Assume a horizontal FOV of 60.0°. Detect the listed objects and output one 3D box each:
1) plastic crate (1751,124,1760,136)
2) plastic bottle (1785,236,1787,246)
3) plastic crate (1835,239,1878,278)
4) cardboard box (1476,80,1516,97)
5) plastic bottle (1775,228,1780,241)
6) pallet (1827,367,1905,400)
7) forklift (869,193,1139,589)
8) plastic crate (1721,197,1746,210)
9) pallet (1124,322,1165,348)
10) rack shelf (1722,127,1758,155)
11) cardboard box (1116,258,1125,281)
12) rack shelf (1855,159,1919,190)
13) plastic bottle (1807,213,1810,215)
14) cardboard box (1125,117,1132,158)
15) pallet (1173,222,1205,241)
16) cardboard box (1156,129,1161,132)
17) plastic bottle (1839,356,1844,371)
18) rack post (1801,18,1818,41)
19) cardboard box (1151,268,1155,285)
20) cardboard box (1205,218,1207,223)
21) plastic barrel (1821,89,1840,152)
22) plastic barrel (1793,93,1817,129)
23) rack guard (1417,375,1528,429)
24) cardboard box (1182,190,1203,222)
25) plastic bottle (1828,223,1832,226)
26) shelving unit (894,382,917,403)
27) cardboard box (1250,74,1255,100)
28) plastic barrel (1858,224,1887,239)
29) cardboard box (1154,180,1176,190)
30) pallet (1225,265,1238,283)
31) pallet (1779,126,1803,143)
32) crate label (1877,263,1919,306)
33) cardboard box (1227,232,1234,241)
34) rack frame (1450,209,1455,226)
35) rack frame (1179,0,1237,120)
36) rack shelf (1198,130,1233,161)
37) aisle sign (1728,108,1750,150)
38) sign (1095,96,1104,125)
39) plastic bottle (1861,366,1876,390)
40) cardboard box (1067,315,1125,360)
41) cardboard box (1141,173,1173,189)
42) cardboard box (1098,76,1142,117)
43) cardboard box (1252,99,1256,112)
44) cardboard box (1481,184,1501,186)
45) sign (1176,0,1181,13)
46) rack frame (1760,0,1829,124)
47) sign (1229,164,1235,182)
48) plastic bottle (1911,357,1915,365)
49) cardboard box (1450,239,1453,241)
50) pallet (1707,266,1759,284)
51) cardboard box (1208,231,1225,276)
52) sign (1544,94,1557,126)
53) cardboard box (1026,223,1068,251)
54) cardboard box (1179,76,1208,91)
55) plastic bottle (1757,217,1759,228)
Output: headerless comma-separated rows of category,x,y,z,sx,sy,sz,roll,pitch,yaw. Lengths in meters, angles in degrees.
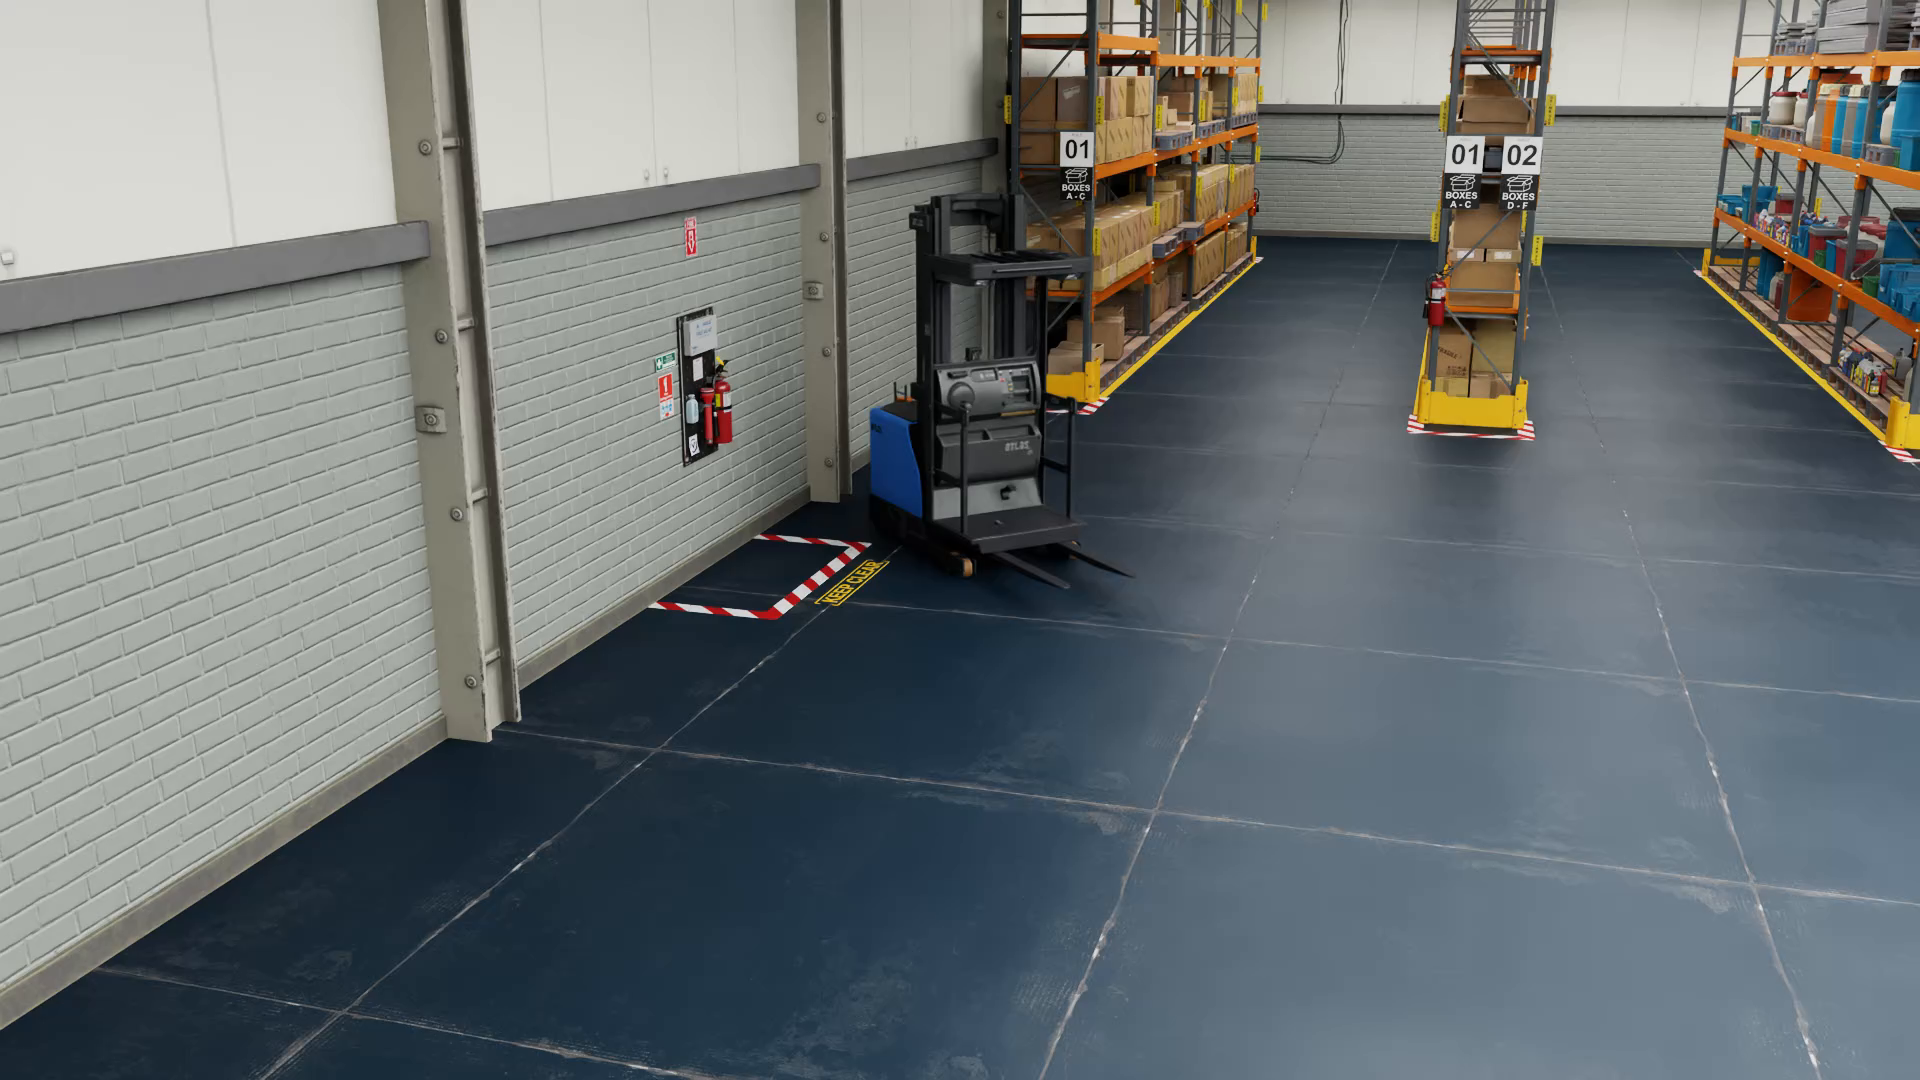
plastic crate,13.840,-7.022,28.479,0.450,0.188,0.662,5,16,16
plastic bottle,12.629,-4.572,25.315,0.097,0.201,0.097,0,16,0
plastic crate,11.580,-3.634,21.528,0.402,0.464,0.583,5,16,16
cardboard box,7.201,-5.930,22.374,0.500,0.500,0.500,5,17,17
plastic bottle,12.888,-4.810,26.156,0.097,0.201,0.097,0,16,0
pallet,11.505,-1.939,20.779,1.003,0.211,1.213,5,16,16
forklift,0.340,-1.247,13.354,1.130,2.935,3.031,-8,18,-27
plastic crate,14.573,-6.330,31.345,0.416,0.233,0.300,5,16,16
pallet,2.457,-3.084,24.814,1.003,0.211,1.213,5,16,16
rack shelf,14.578,-7.166,29.919,1.077,0.370,4.000,5,16,16
cardboard box,1.828,-3.485,21.358,0.500,0.250,0.500,4,16,15
rack shelf,11.168,-4.027,18.851,1.077,0.370,4.000,5,16,16
plastic bottle,14.208,-5.358,27.951,0.152,0.276,0.135,5,16,16
cardboard box,1.898,-5.159,21.306,0.500,0.500,0.500,6,17,19
pallet,3.274,-4.981,26.745,1.213,0.211,1.003,5,16,16
cardboard box,2.645,-6.122,24.311,0.500,0.311,0.500,5,17,18
plastic bottle,11.196,-2.243,21.061,0.097,0.201,0.097,0,16,0
rack post,13.039,-7.542,24.567,0.954,0.300,0.937,5,16,16
cardboard box,2.697,-4.037,25.466,0.500,0.250,0.500,4,16,14
cardboard box,4.115,-5.627,29.095,0.380,0.149,0.250,5,17,16
plastic barrel,12.246,-5.780,22.927,0.600,0.830,0.708,5,16,16
plastic barrel,13.232,-6.686,25.888,0.433,0.535,0.433,0,16,0
rack guard,5.845,-1.583,18.994,1.175,0.500,0.348,5,16,16
cardboard box,3.758,-5.576,27.726,0.500,0.500,0.500,5,17,18
plastic bottle,13.693,-4.856,26.189,0.097,0.271,0.097,0,16,0
shelving unit,-0.307,-0.846,15.095,0.503,1.200,0.258,-8,15,-27
cardboard box,5.549,-9.000,33.013,0.500,0.500,0.500,5,17,18
plastic barrel,12.550,-4.057,22.886,0.433,0.535,0.433,0,16,0
cardboard box,3.305,-5.747,26.916,0.380,0.149,0.250,2,16,9
pallet,4.802,-5.166,32.155,1.003,0.211,1.213,5,16,16
pallet,13.561,-6.389,26.206,1.003,0.211,1.213,5,16,16
crate label,10.863,-2.926,19.084,0.502,0.435,0.616,5,16,16
cardboard box,5.094,-5.889,32.217,0.380,0.149,0.250,5,17,18
rack frame,8.125,-4.885,26.054,1.000,3.000,0.127,5,16,16
rack frame,4.511,-9.201,30.276,1.000,3.000,0.127,5,16,16
rack shelf,3.943,-6.888,28.938,1.077,0.370,4.000,5,16,16
aisle sign,14.882,-7.885,31.868,0.394,0.787,0.004,5,16,16
sign,1.621,-4.996,19.349,0.100,0.325,0.005,5,16,16
plastic bottle,10.838,-1.923,19.796,0.152,0.276,0.135,4,16,14
cardboard box,1.802,-2.695,22.109,0.700,0.500,0.500,4,16,12
cardboard box,3.255,-5.968,27.735,0.500,0.250,0.500,5,17,17
cardboard box,2.071,-5.769,21.624,0.500,0.500,0.500,4,16,14
cardboard box,5.694,-8.770,33.576,0.500,0.250,0.500,5,17,18
cardboard box,6.868,-4.394,21.763,0.700,0.500,0.500,5,17,16
sign,3.986,-9.776,30.301,0.100,0.325,0.005,5,16,16
rack frame,14.010,-8.432,27.567,1.000,3.000,0.127,5,16,16
sign,5.034,-6.794,30.808,0.100,0.325,0.005,5,16,16
plastic bottle,11.775,-2.149,20.458,0.144,0.351,0.185,4,16,13
cardboard box,5.996,-3.468,19.686,0.380,0.149,0.250,5,17,17
pallet,14.875,-5.038,31.706,1.003,0.211,1.213,5,16,16
cardboard box,4.451,-5.302,30.695,0.750,0.750,0.750,5,17,17
sign,6.382,-4.649,17.978,0.100,0.325,0.005,5,16,16
cardboard box,1.031,-3.613,20.434,0.500,0.500,0.500,4,16,15
cardboard box,4.135,-8.158,29.733,0.500,0.250,0.500,6,17,20
plastic bottle,13.415,-5.329,27.857,0.097,0.271,0.097,0,16,0
